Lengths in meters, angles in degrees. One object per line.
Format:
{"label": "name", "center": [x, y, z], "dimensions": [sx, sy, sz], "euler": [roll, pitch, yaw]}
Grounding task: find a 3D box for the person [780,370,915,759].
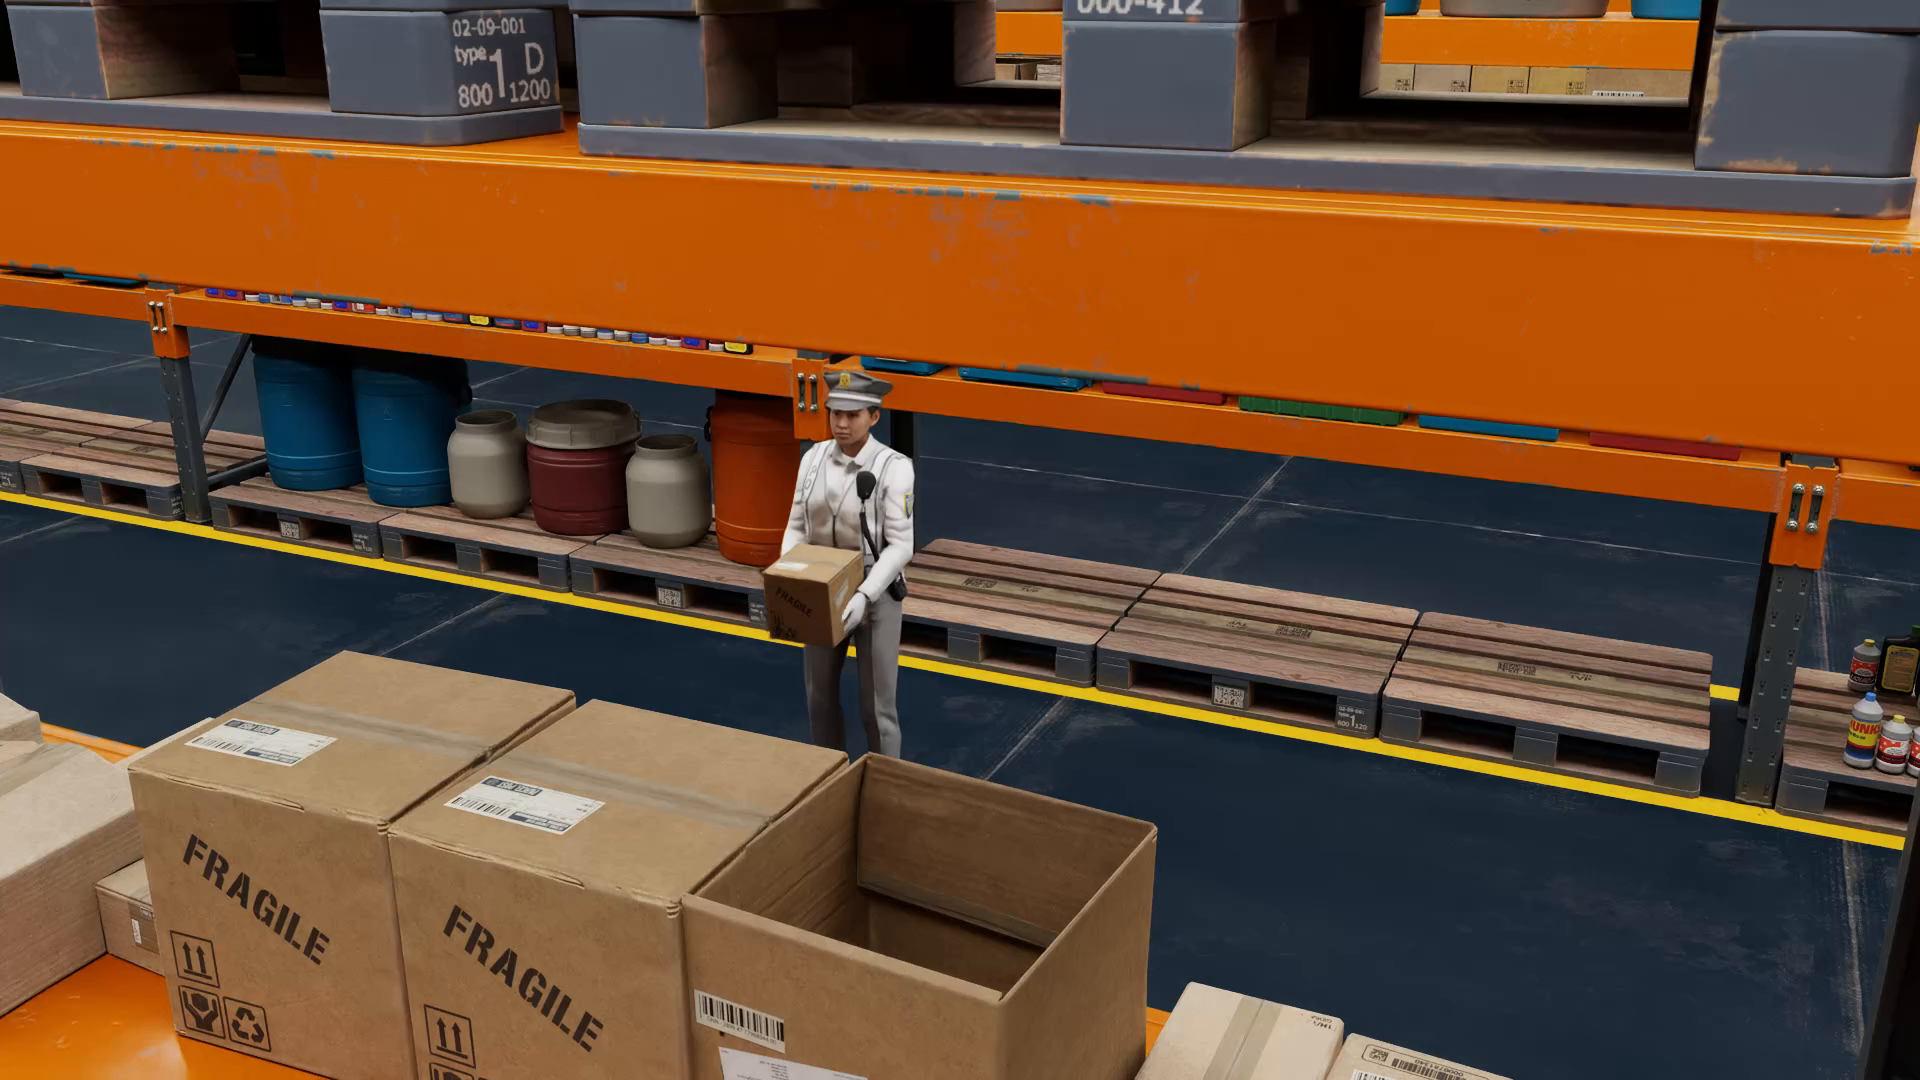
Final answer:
{"label": "person", "center": [-0.410, 0.235, 5.841], "dimensions": [0.486, 1.692, 0.504], "euler": [8, 21, 22]}
